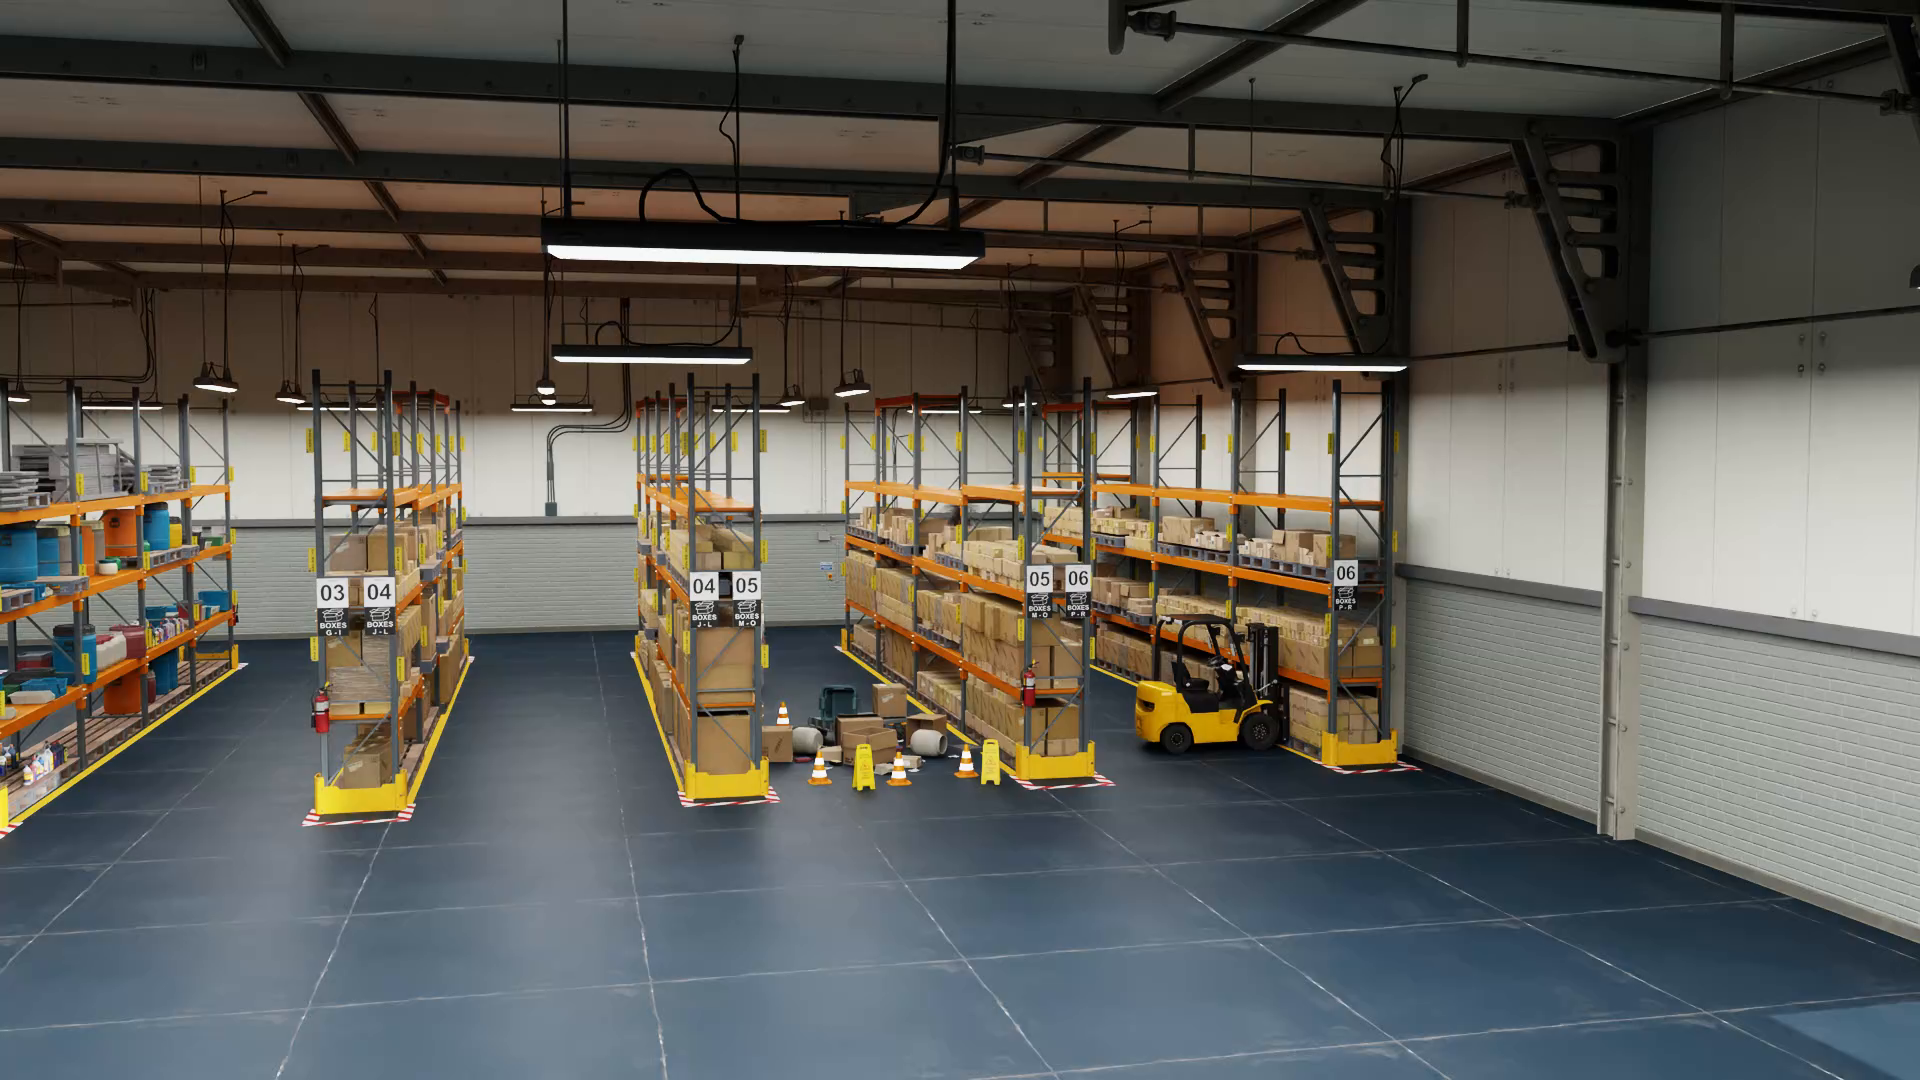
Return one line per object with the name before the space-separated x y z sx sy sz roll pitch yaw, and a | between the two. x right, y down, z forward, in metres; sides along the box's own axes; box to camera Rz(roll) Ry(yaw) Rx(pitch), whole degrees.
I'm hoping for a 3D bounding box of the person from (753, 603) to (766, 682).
person | -4.294 2.086 34.943 0.386 1.780 0.544 -1 3 -19
